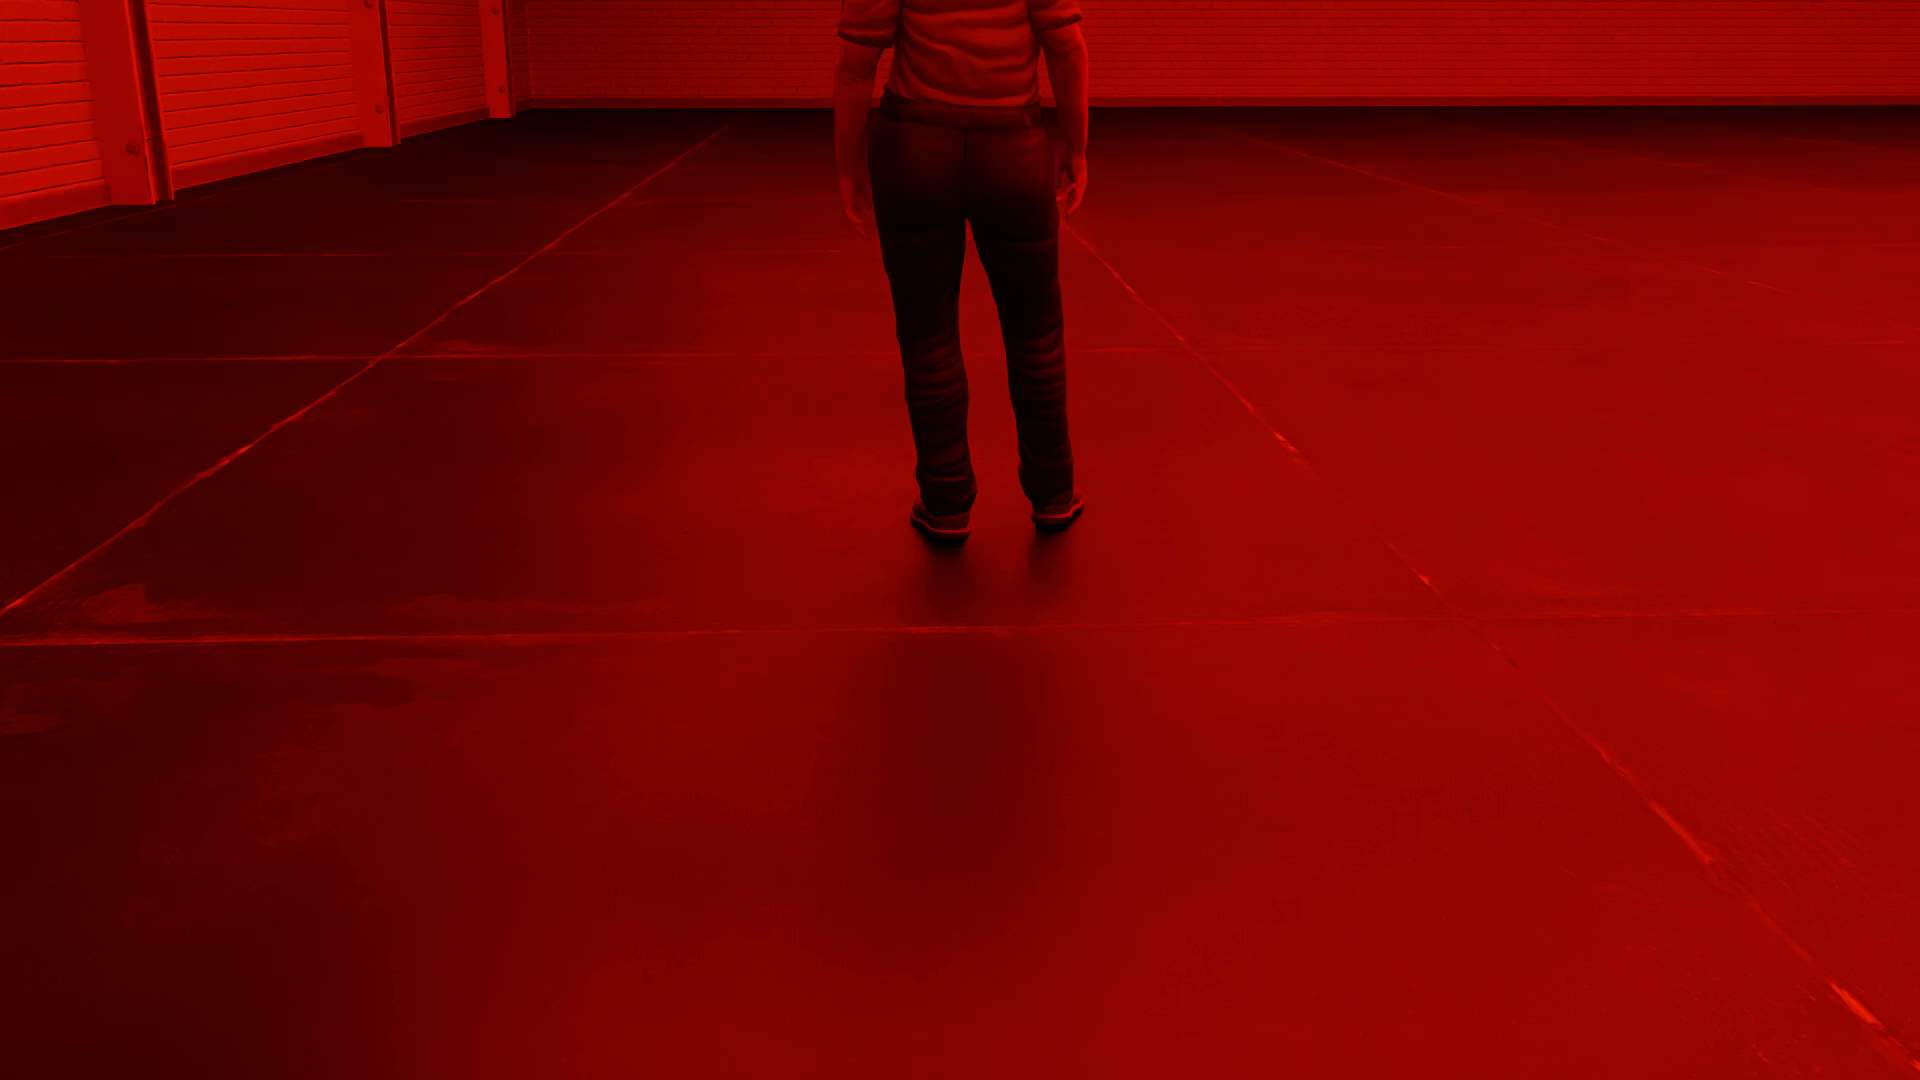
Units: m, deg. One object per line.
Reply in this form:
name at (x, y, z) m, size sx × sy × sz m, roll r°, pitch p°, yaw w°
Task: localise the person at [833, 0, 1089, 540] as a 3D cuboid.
person at (0.019, -0.821, 3.762) m, size 0.598 × 1.651 × 0.502 m, roll -1°, pitch 17°, yaw -3°
